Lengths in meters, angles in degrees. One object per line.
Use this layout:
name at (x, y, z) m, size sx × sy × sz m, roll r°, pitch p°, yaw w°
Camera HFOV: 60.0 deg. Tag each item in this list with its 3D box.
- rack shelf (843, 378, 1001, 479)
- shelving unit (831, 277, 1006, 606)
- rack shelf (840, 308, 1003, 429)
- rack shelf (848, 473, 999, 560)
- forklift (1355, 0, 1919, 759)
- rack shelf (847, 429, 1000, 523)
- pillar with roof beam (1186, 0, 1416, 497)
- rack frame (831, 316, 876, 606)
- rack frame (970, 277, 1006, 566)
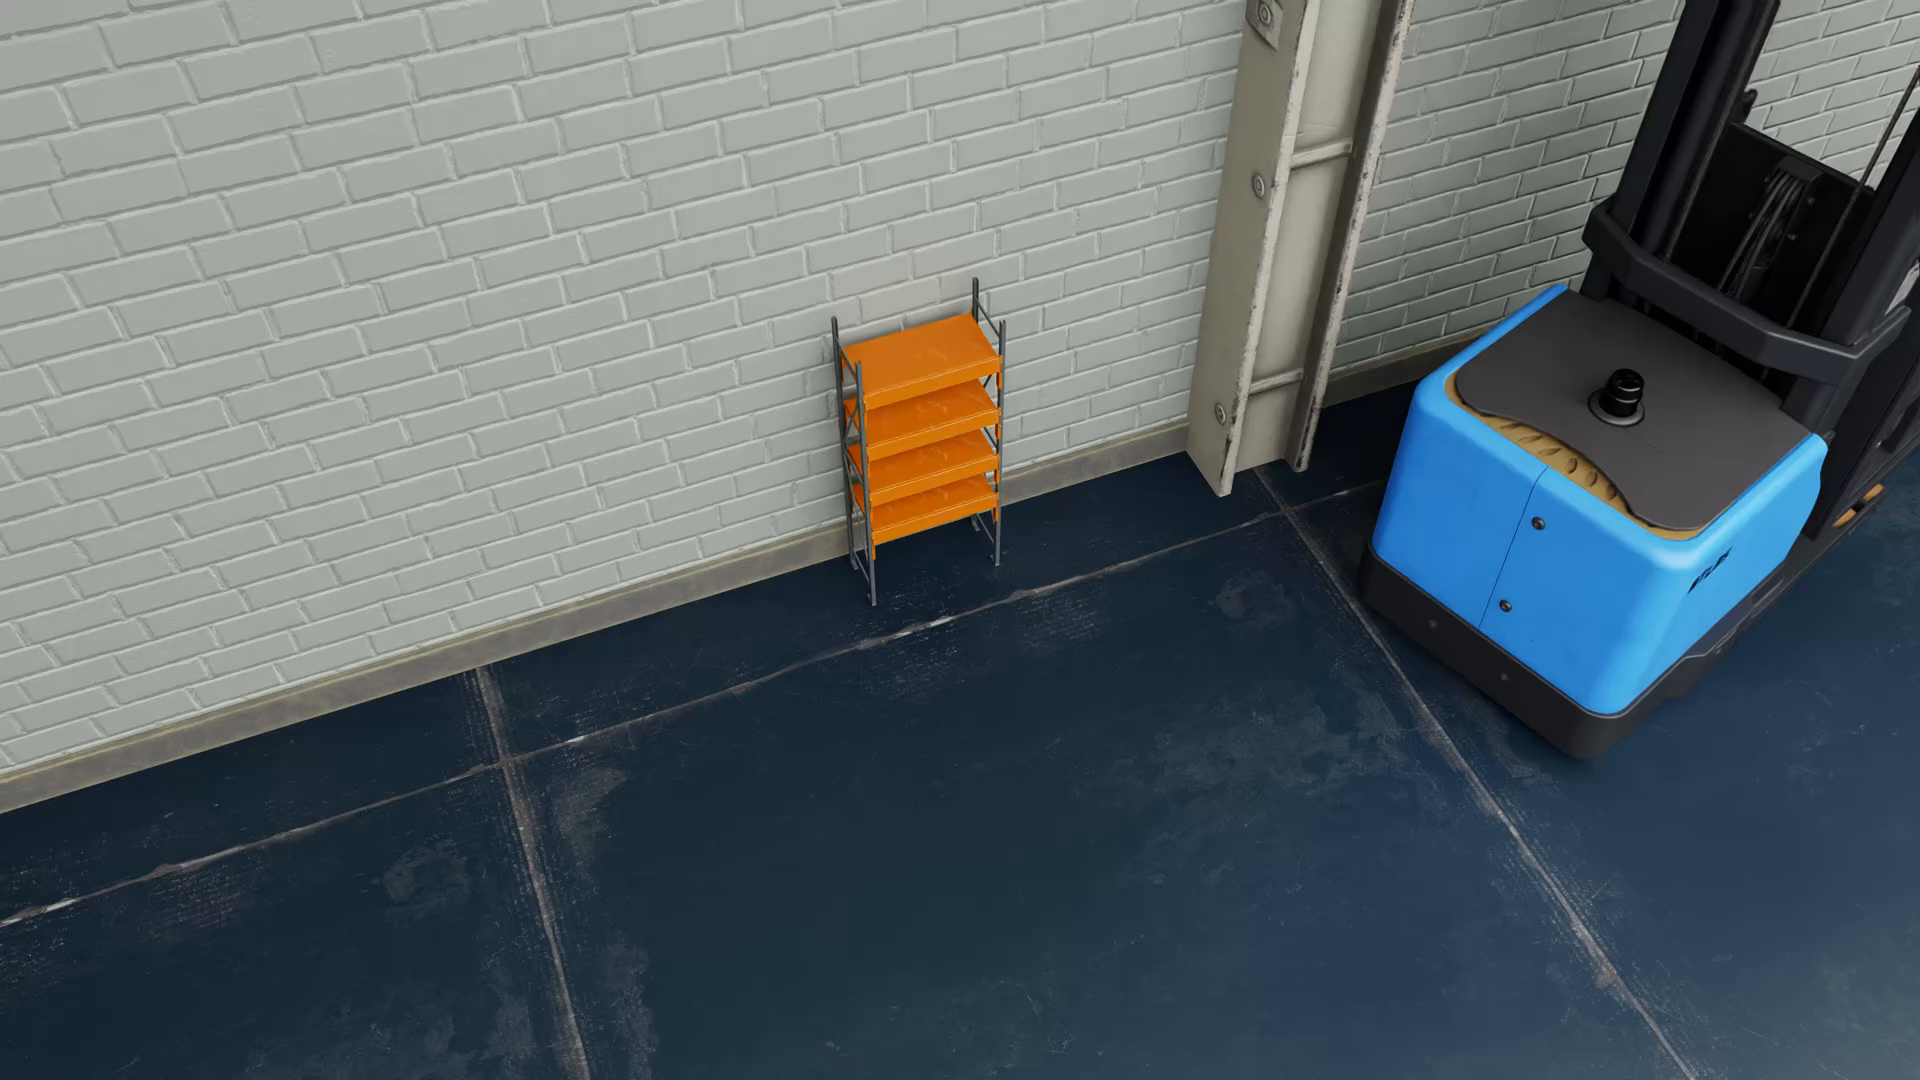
rack shelf at (-0.132, -0.409, 5.604) m, size 0.480 × 0.148 × 0.258 m, roll -18°, pitch 52°, yaw -15°
shelving unit at (-0.132, -0.307, 5.722) m, size 0.503 × 1.200 × 0.258 m, roll -18°, pitch 52°, yaw -15°
rack shelf at (-0.132, -0.563, 5.424) m, size 0.480 × 0.148 × 0.258 m, roll -18°, pitch 52°, yaw -15°
rack shelf at (-0.132, -0.134, 5.924) m, size 0.480 × 0.148 × 0.258 m, roll -18°, pitch 52°, yaw -15°
forklift at (2.869, -1.202, 5.350) m, size 3.031 × 2.935 × 1.130 m, roll -34°, pitch 57°, yaw -25°
rack shelf at (-0.132, -0.263, 5.773) m, size 0.480 × 0.148 × 0.258 m, roll -18°, pitch 52°, yaw -15°
pillar with roof beam at (2.747, -0.238, 0.523) m, size 0.400 × 9.000 × 9.100 m, roll -17°, pitch 52°, yaw -14°
rack frame at (-0.357, -0.235, 5.661) m, size 0.015 × 1.200 × 0.240 m, roll -18°, pitch 52°, yaw -15°
rack frame at (0.093, -0.378, 5.784) m, size 0.015 × 1.200 × 0.240 m, roll -18°, pitch 52°, yaw -15°
